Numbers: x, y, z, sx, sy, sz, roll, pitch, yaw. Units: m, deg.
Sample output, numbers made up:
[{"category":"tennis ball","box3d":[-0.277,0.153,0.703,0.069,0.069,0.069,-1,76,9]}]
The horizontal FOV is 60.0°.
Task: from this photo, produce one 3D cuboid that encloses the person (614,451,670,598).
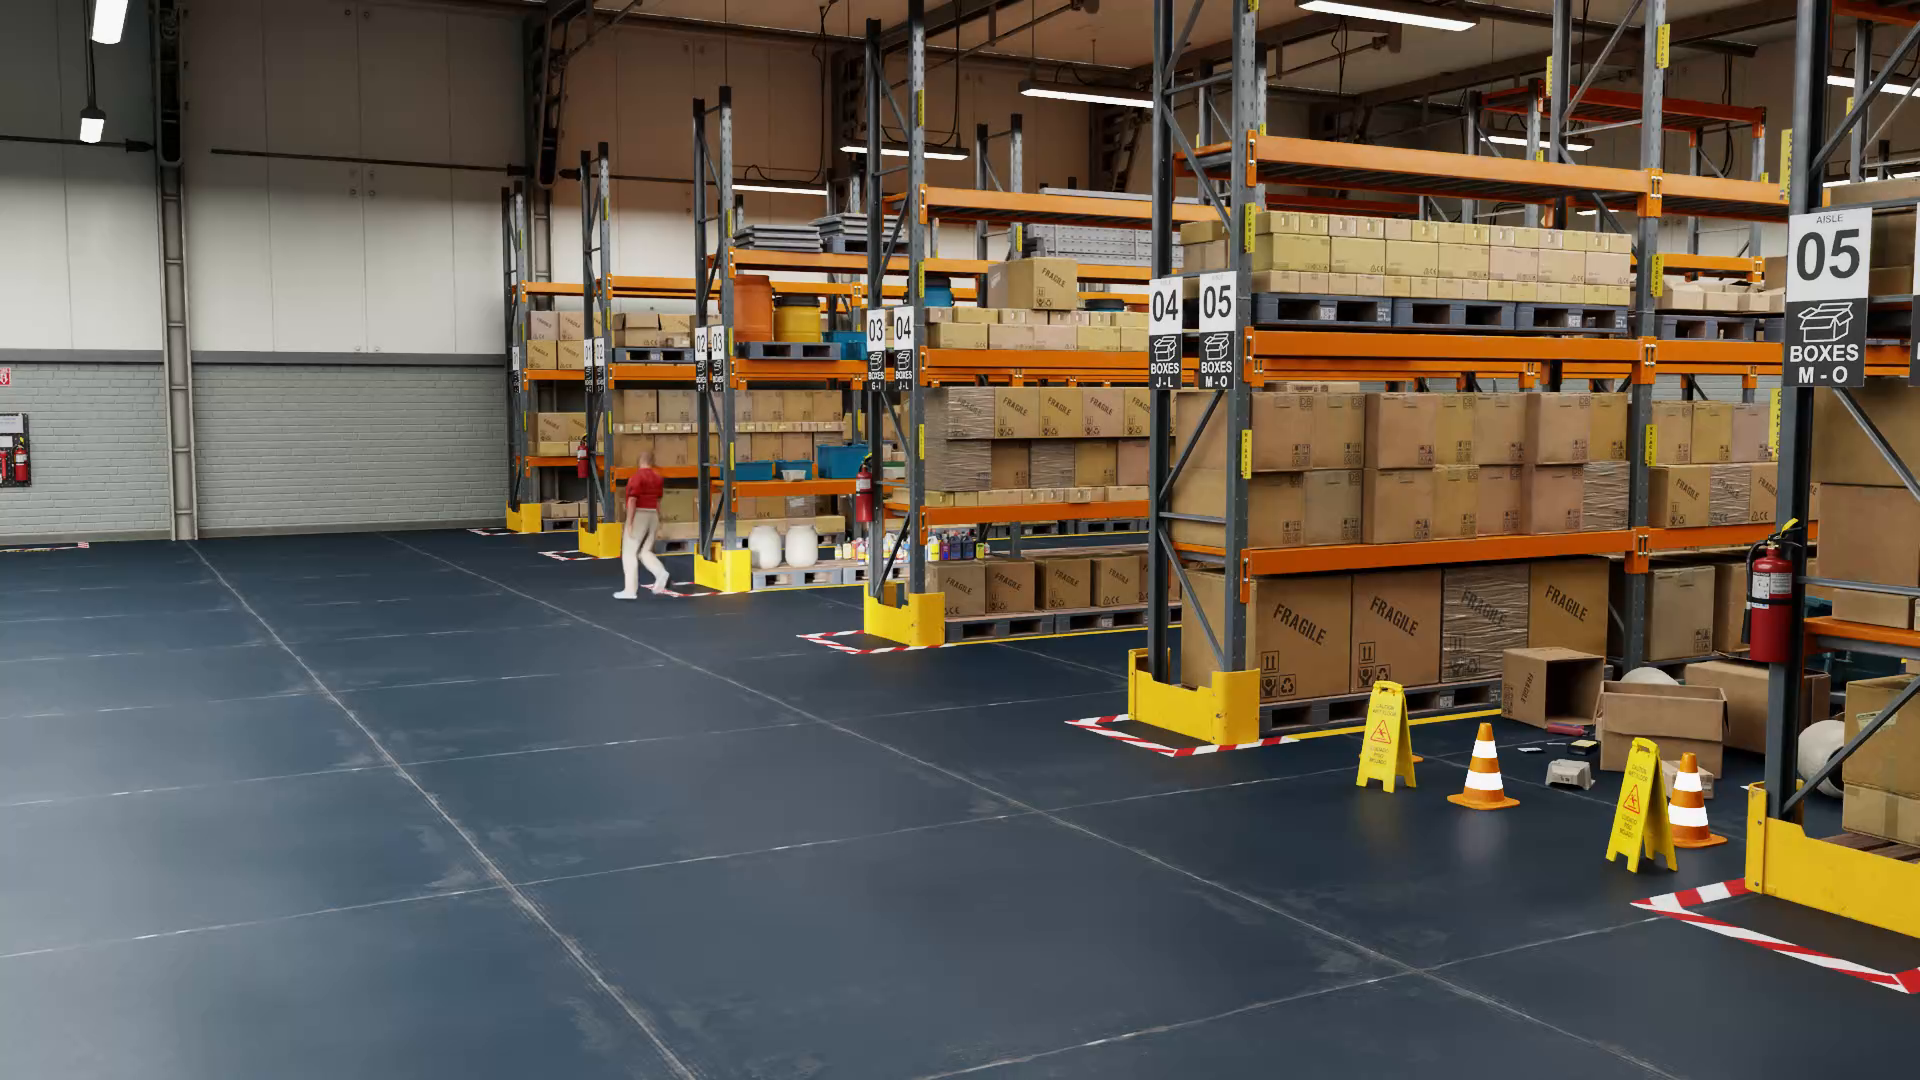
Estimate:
[{"category":"person","box3d":[-3.652,-0.182,19.269,0.582,1.705,0.549,3,6,33]}]
